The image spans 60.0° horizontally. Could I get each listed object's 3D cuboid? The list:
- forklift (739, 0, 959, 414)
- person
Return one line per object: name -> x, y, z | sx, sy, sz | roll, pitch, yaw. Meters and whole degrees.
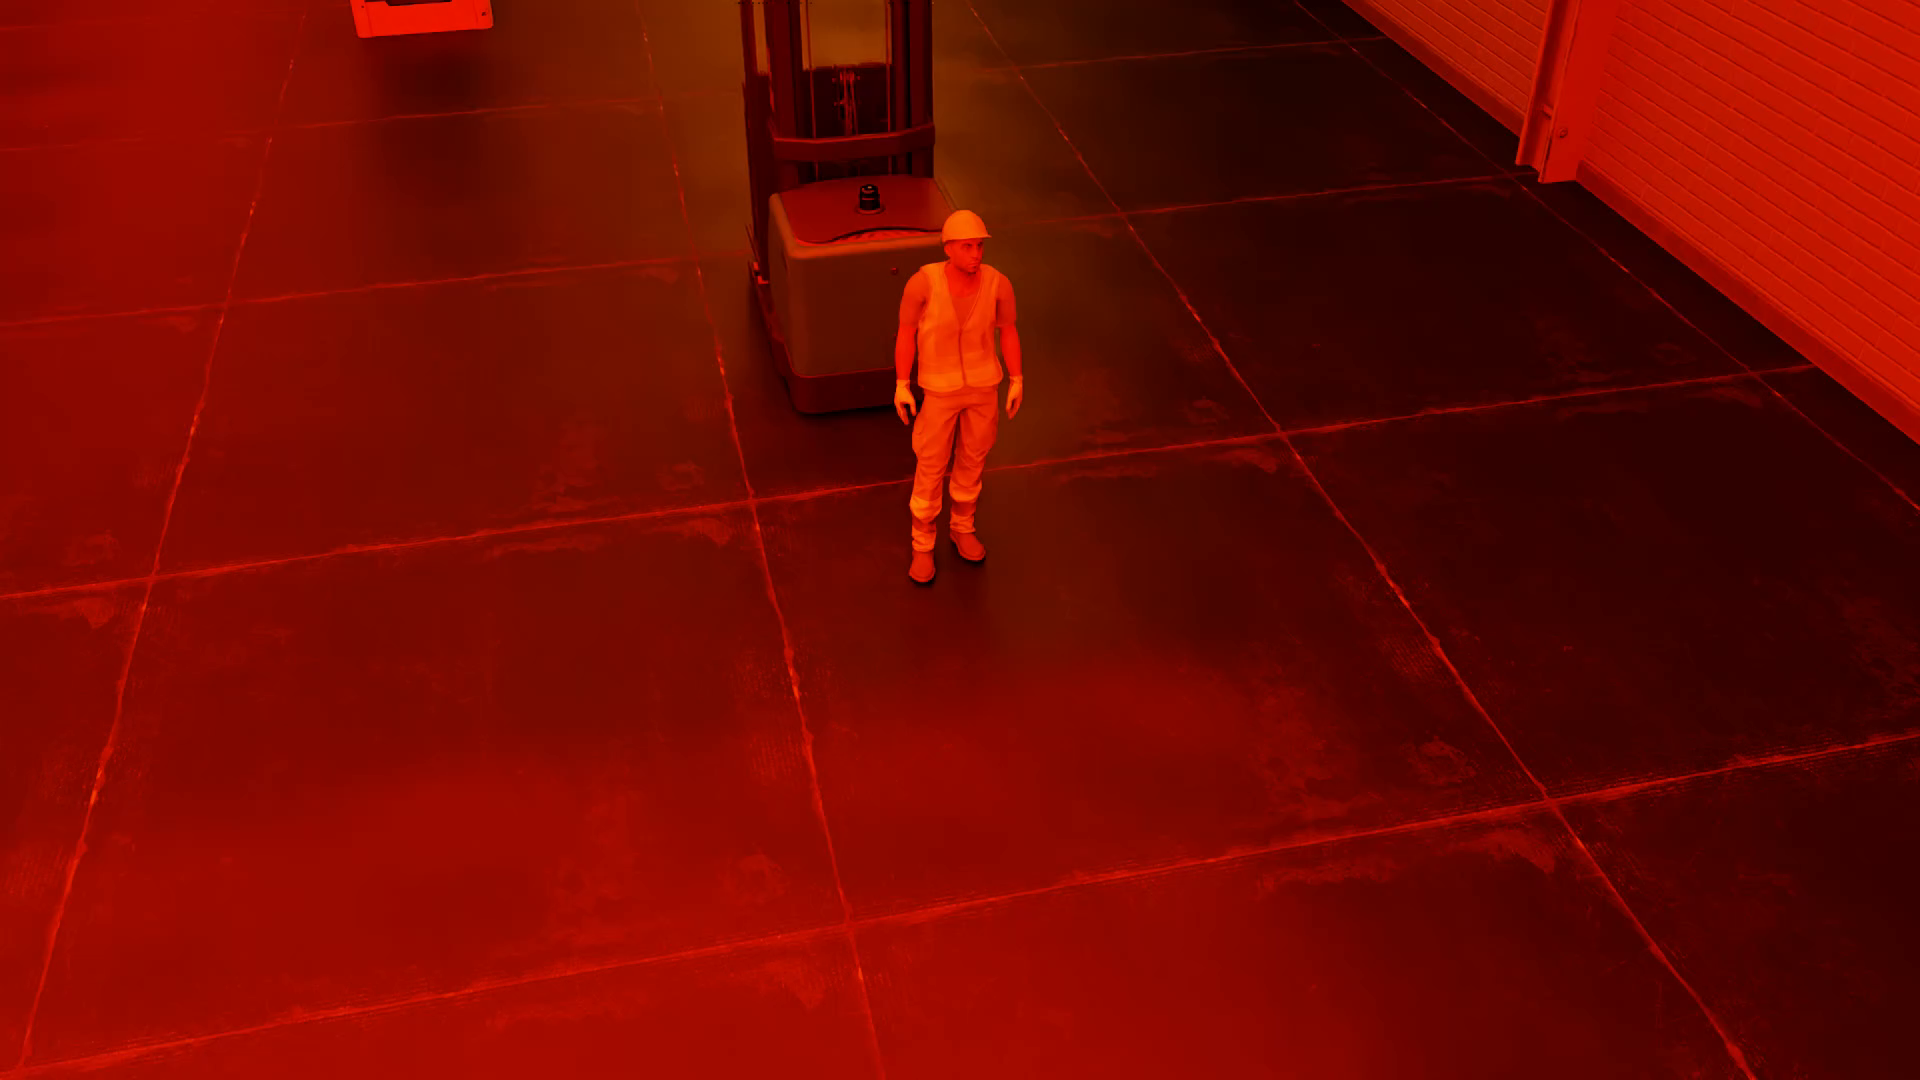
forklift -> -0.757, -2.765, 9.892 | 1.130, 2.935, 3.031 | -8, 36, -11
person -> 0.007, -0.684, 7.967 | 0.636, 1.789, 0.562 | -8, 36, -11
